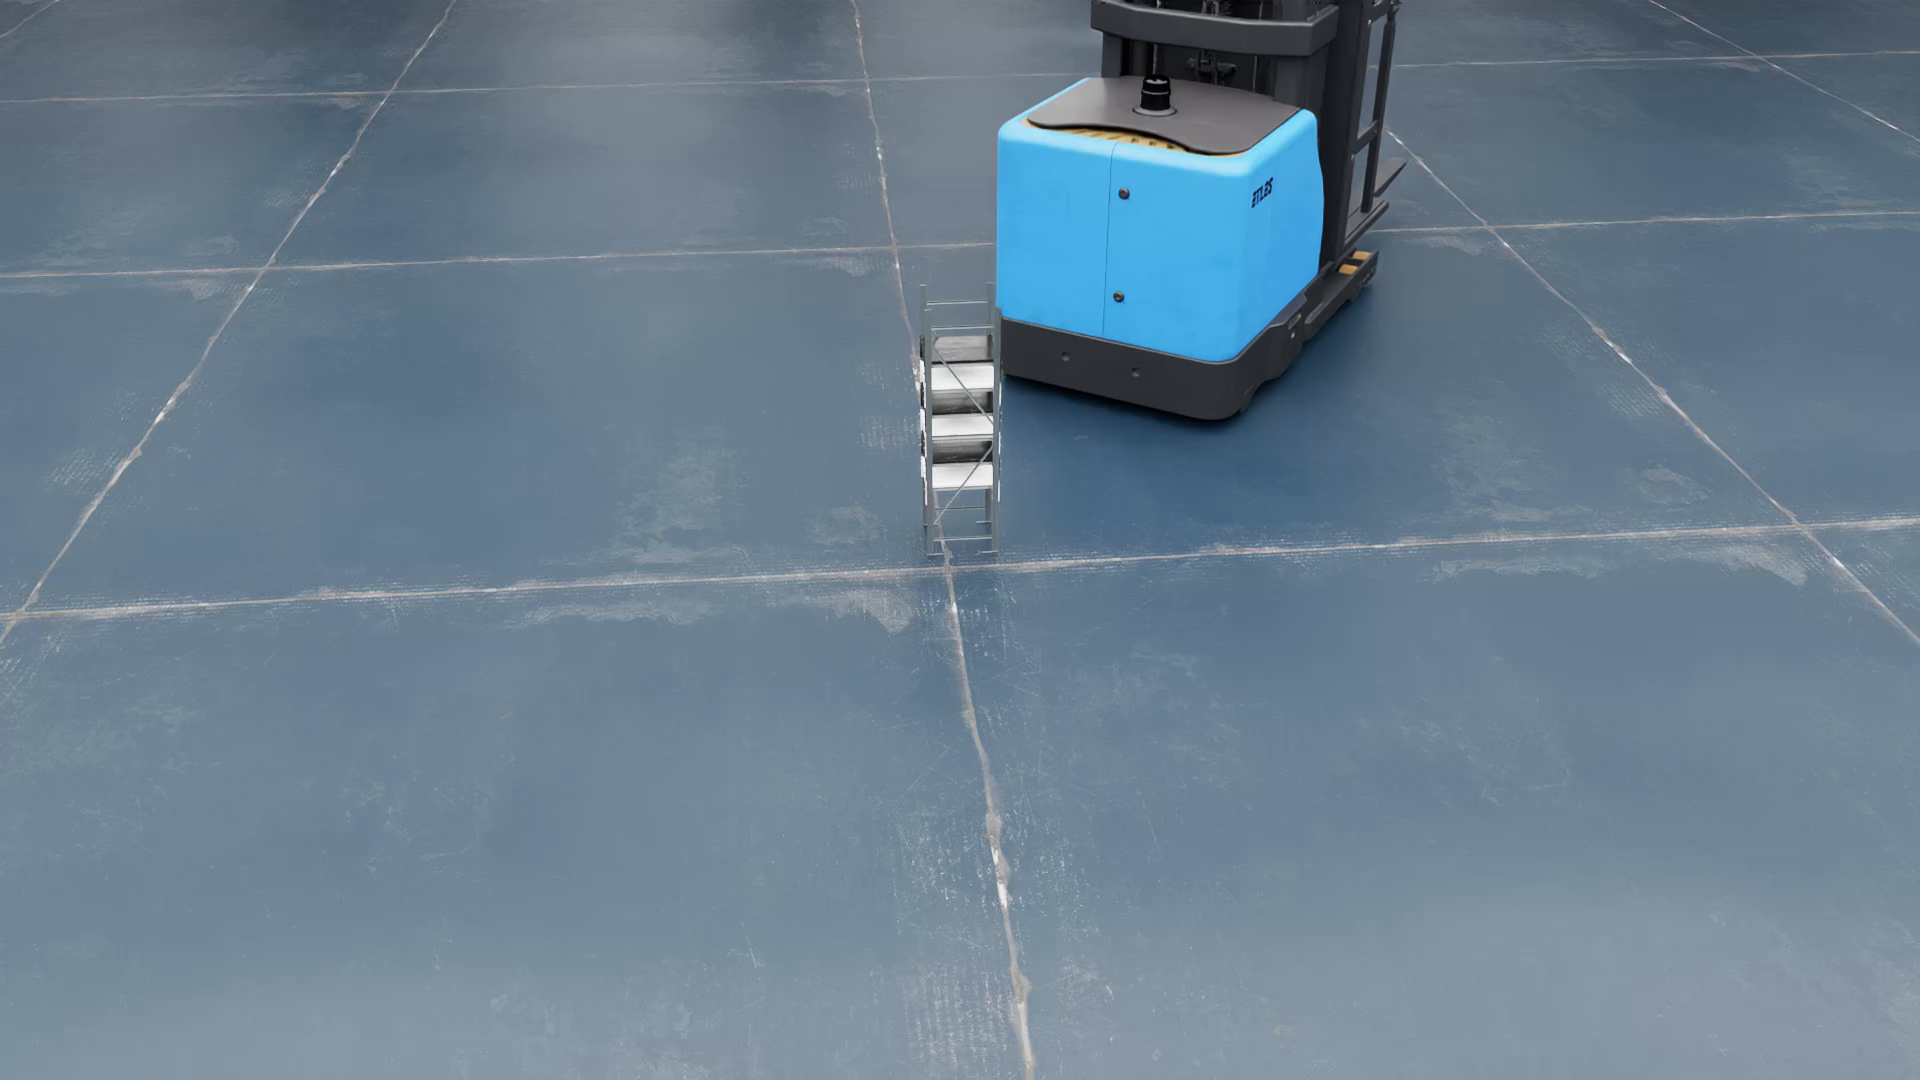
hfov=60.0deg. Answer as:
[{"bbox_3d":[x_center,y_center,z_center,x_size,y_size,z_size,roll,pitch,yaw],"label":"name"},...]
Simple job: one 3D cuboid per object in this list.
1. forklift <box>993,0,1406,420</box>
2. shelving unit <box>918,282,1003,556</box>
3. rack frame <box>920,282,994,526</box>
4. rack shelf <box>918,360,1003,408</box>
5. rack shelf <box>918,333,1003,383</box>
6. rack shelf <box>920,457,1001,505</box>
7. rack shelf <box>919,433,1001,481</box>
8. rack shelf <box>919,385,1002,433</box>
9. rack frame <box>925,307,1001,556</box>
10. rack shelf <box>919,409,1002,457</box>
[{"bbox_3d":[1.283,-2.446,6.986,1.130,2.935,3.031,16,34,25],"label":"forklift"},{"bbox_3d":[-0.001,-0.390,5.526,0.258,0.900,0.210,-3,31,-5],"label":"shelving unit"},{"bbox_3d":[-0.010,-0.442,5.613,0.240,0.900,0.006,-3,31,-5],"label":"rack frame"},{"bbox_3d":[-0.001,-0.516,5.451,0.258,0.077,0.200,-3,31,-5],"label":"rack shelf"},{"bbox_3d":[-0.001,-0.594,5.405,0.258,0.077,0.200,-3,31,-5],"label":"rack shelf"},{"bbox_3d":[-0.001,-0.207,5.636,0.258,0.077,0.200,-3,31,-5],"label":"rack shelf"},{"bbox_3d":[-0.001,-0.285,5.589,0.258,0.077,0.200,-3,31,-5],"label":"rack shelf"},{"bbox_3d":[-0.001,-0.439,5.497,0.258,0.077,0.200,-3,31,-5],"label":"rack shelf"},{"bbox_3d":[0.009,-0.339,5.439,0.240,0.900,0.006,-3,31,-5],"label":"rack frame"},{"bbox_3d":[-0.001,-0.362,5.543,0.258,0.077,0.200,-3,31,-5],"label":"rack shelf"}]
